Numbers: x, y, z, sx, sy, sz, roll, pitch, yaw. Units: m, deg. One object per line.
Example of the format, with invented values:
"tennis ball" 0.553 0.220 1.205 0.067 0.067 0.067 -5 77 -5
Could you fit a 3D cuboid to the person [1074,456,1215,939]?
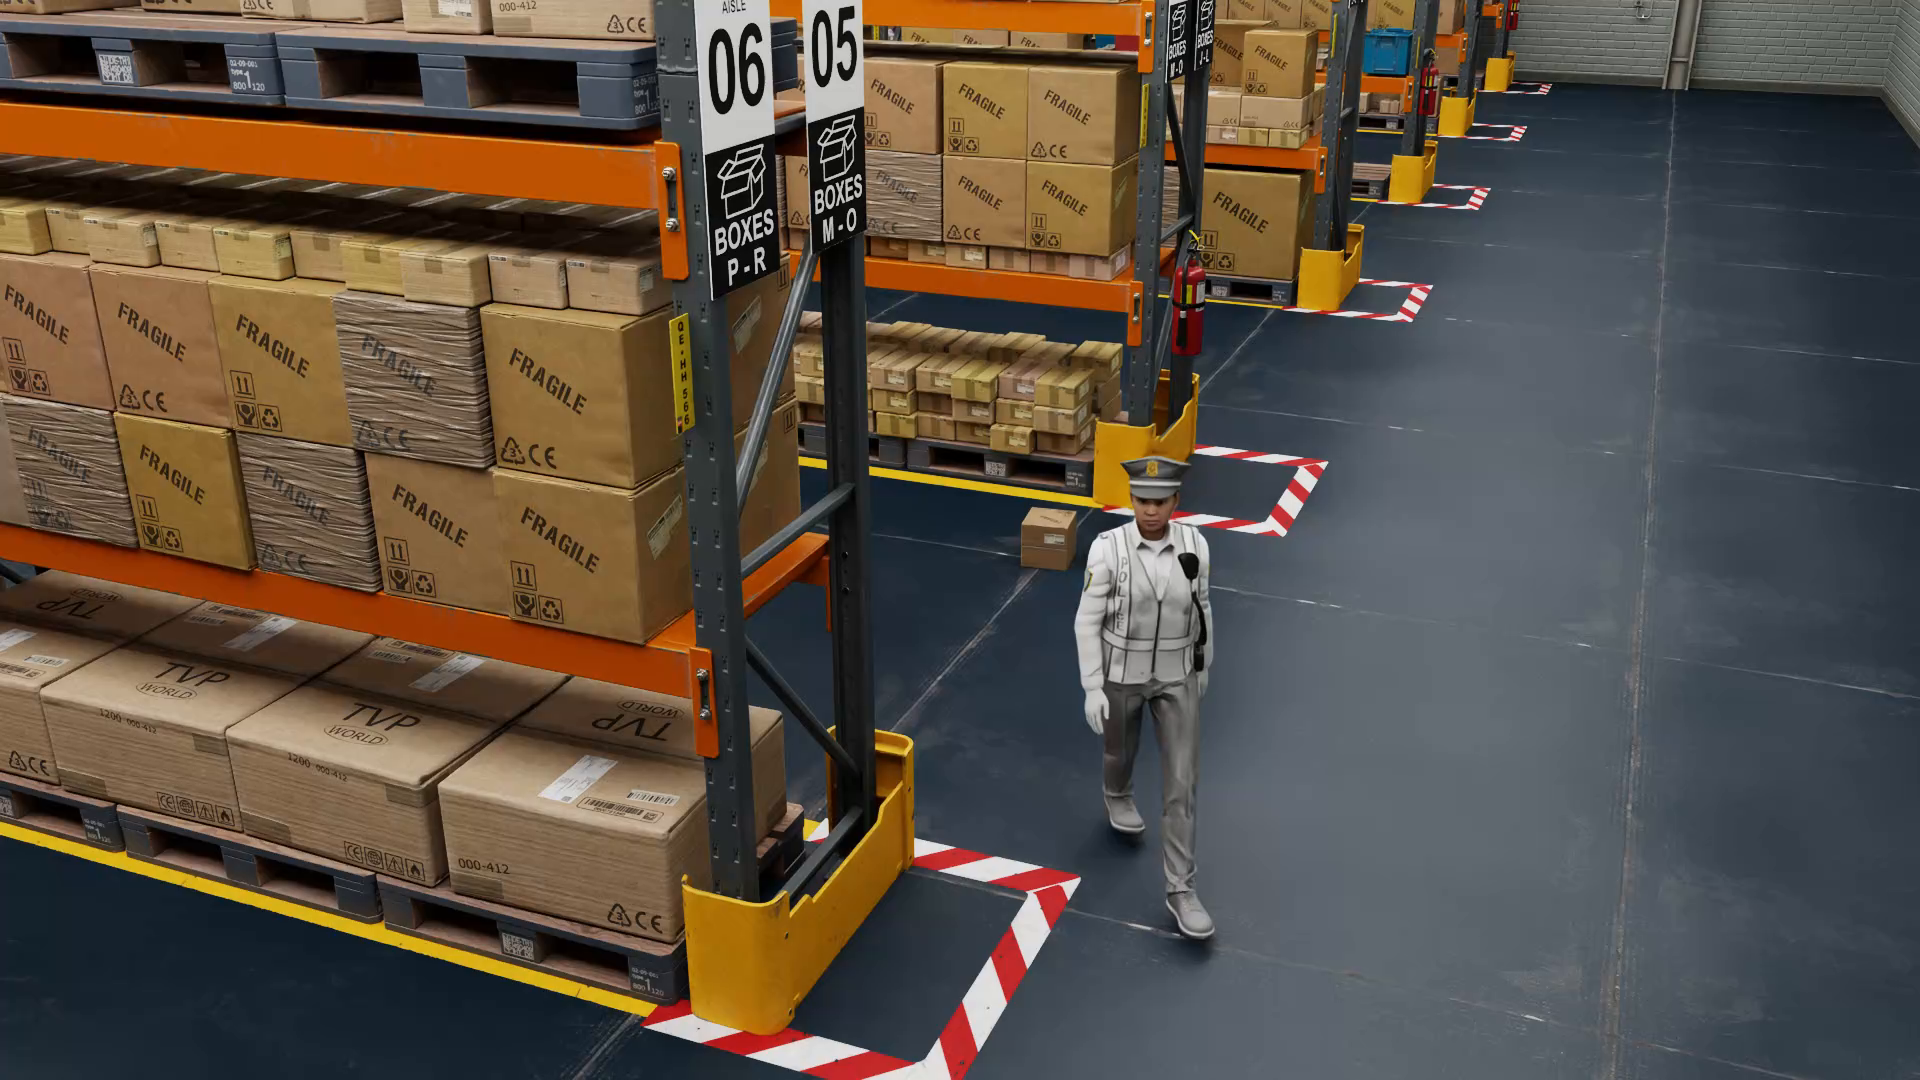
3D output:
"person" 0.666 0.480 5.874 0.527 1.631 0.967 -1 23 -4
